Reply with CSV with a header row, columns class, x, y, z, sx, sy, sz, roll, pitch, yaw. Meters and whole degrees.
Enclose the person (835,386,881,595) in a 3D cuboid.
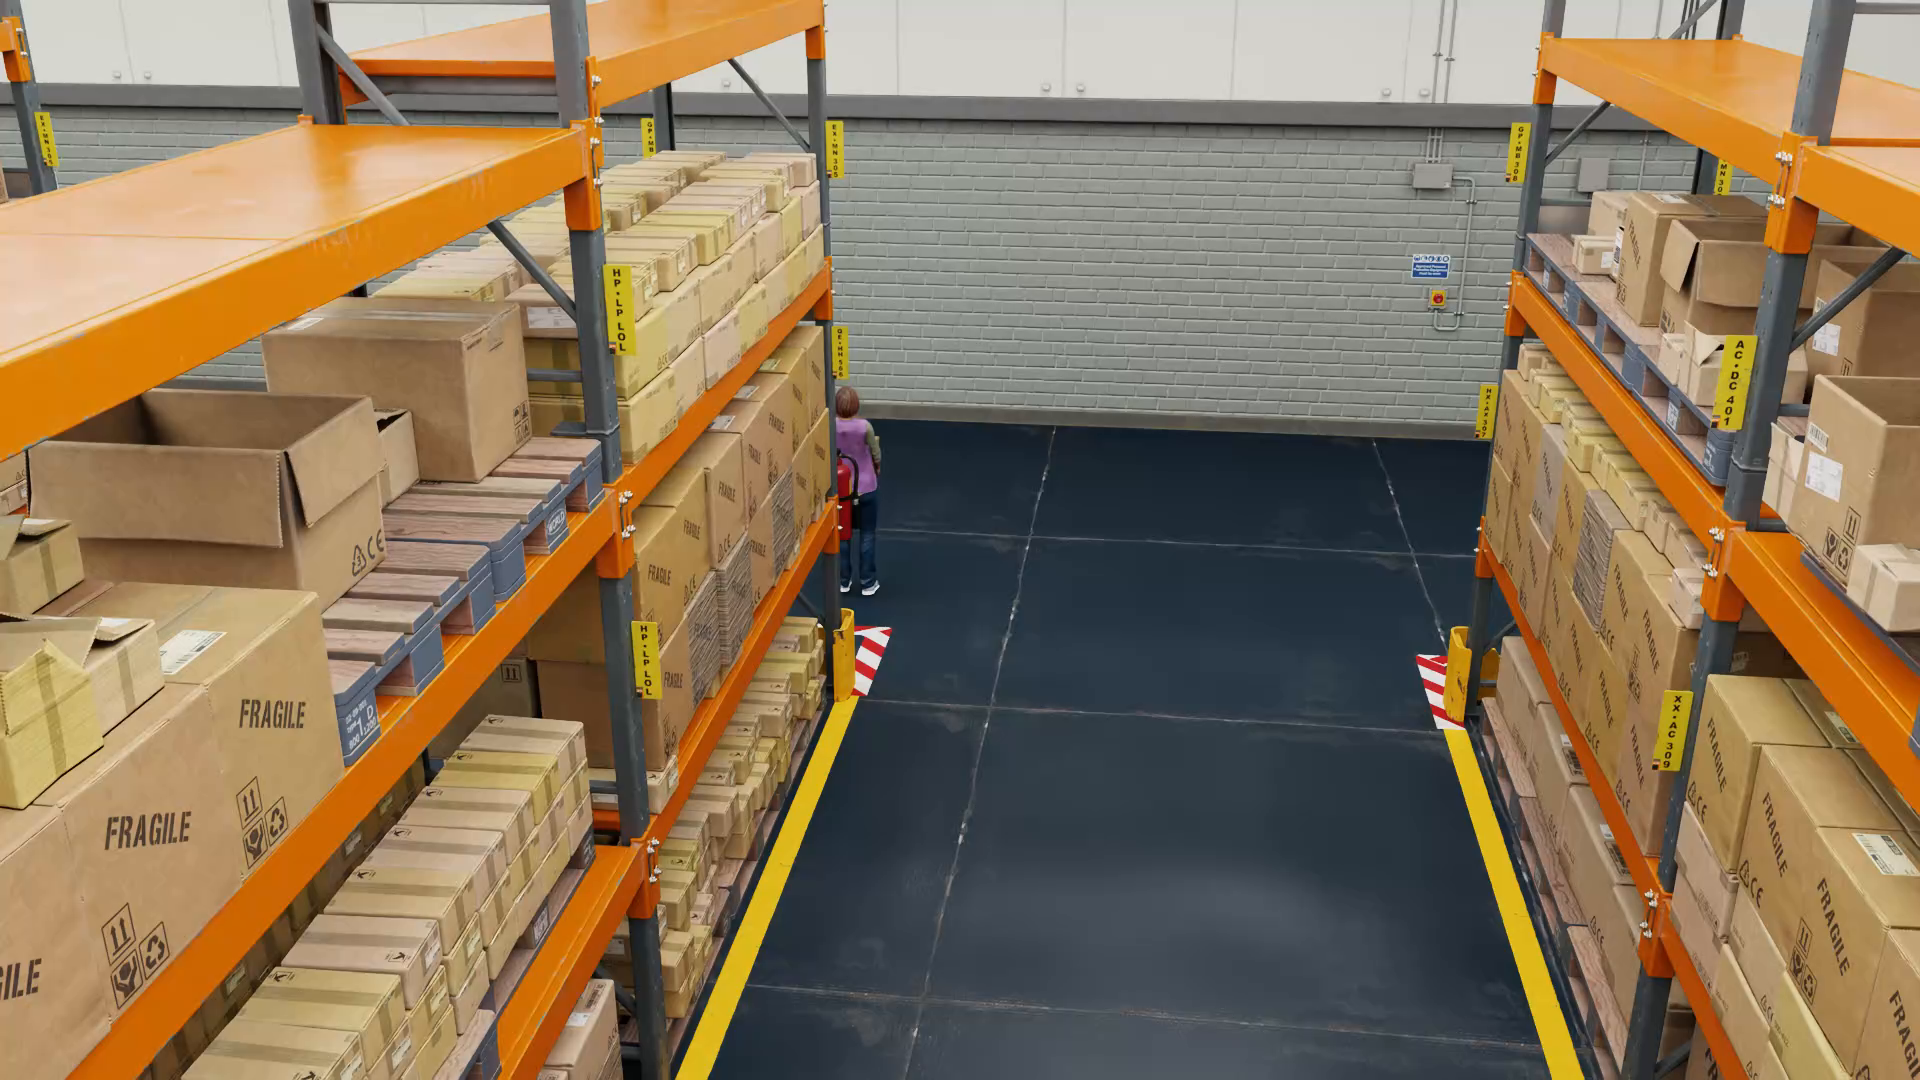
class,x,y,z,sx,sy,sz,roll,pitch,yaw
person,-0.766,-0.390,12.098,0.404,1.590,0.497,3,22,7
